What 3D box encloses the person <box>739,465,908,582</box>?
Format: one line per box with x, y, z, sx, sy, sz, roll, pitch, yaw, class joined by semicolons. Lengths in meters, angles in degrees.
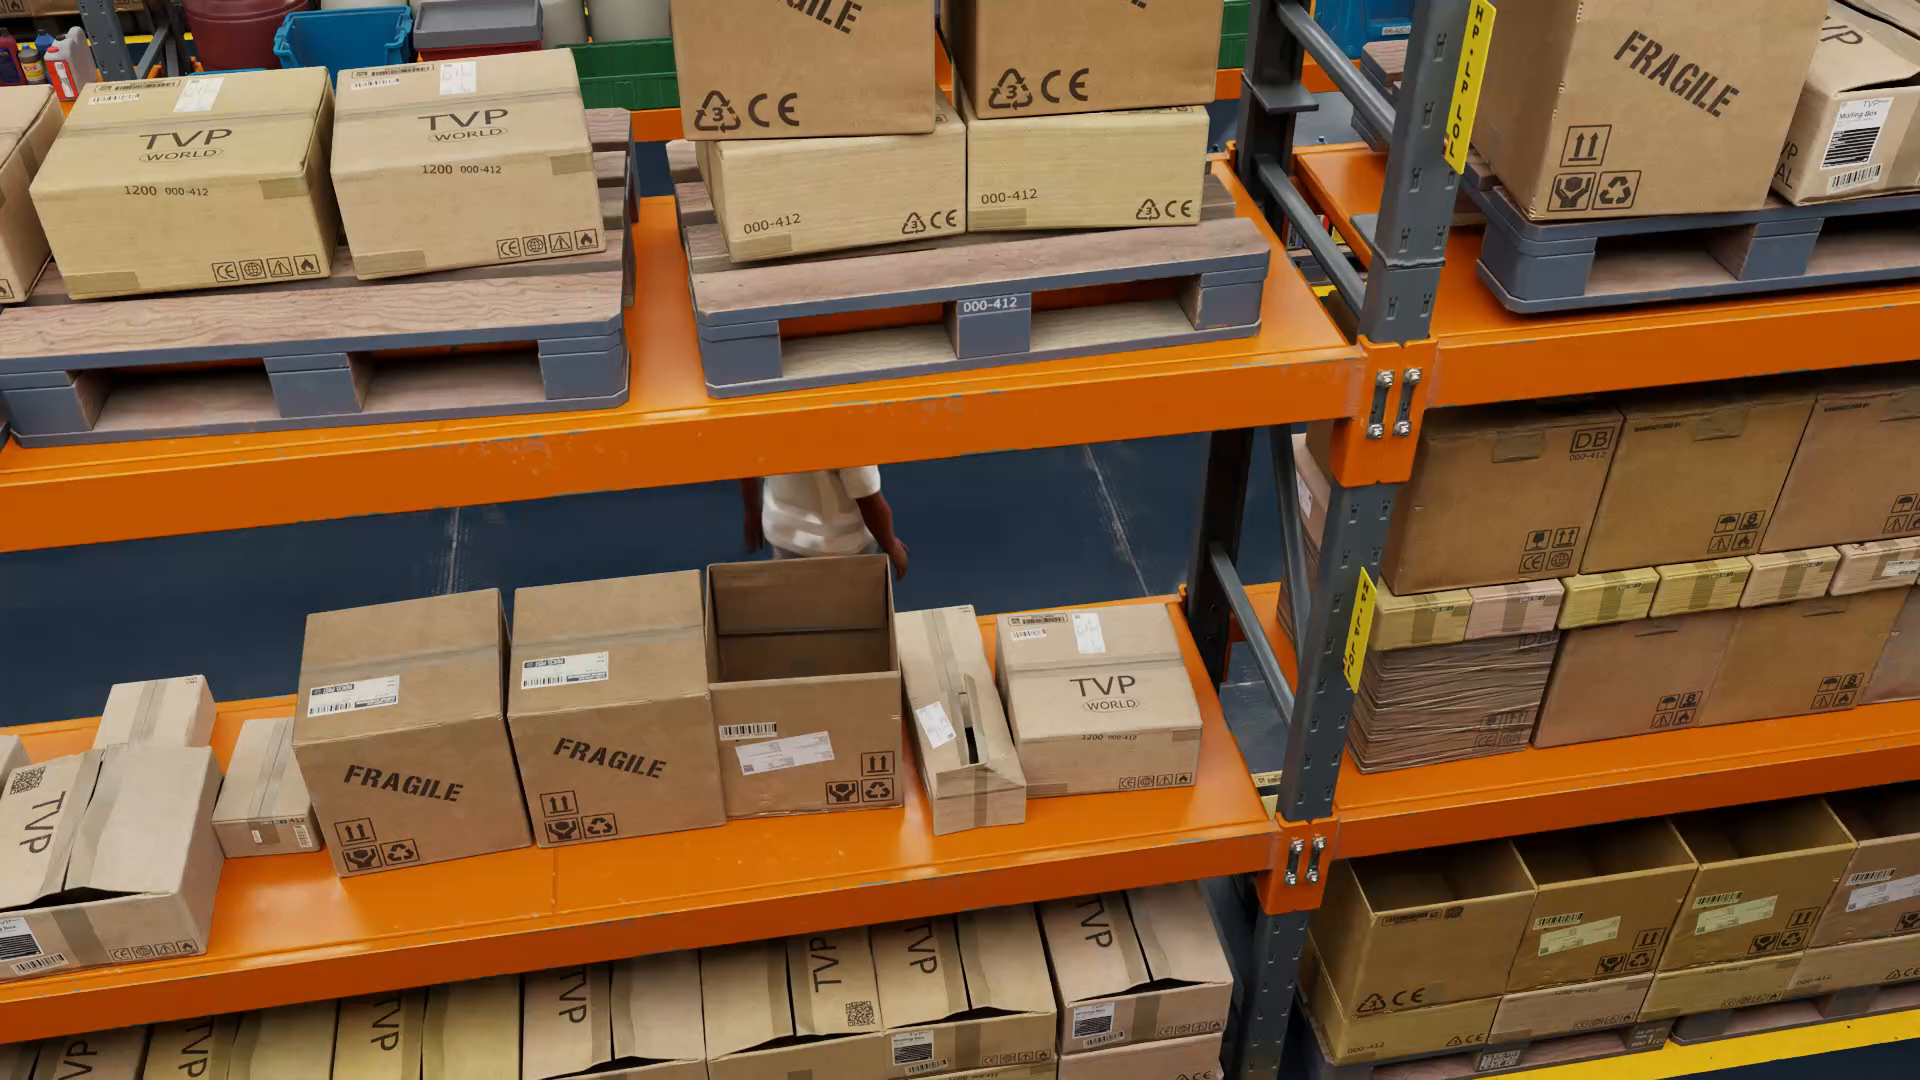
-0.493;-0.054;6.171;0.668;1.768;0.531;17;41;20;person
